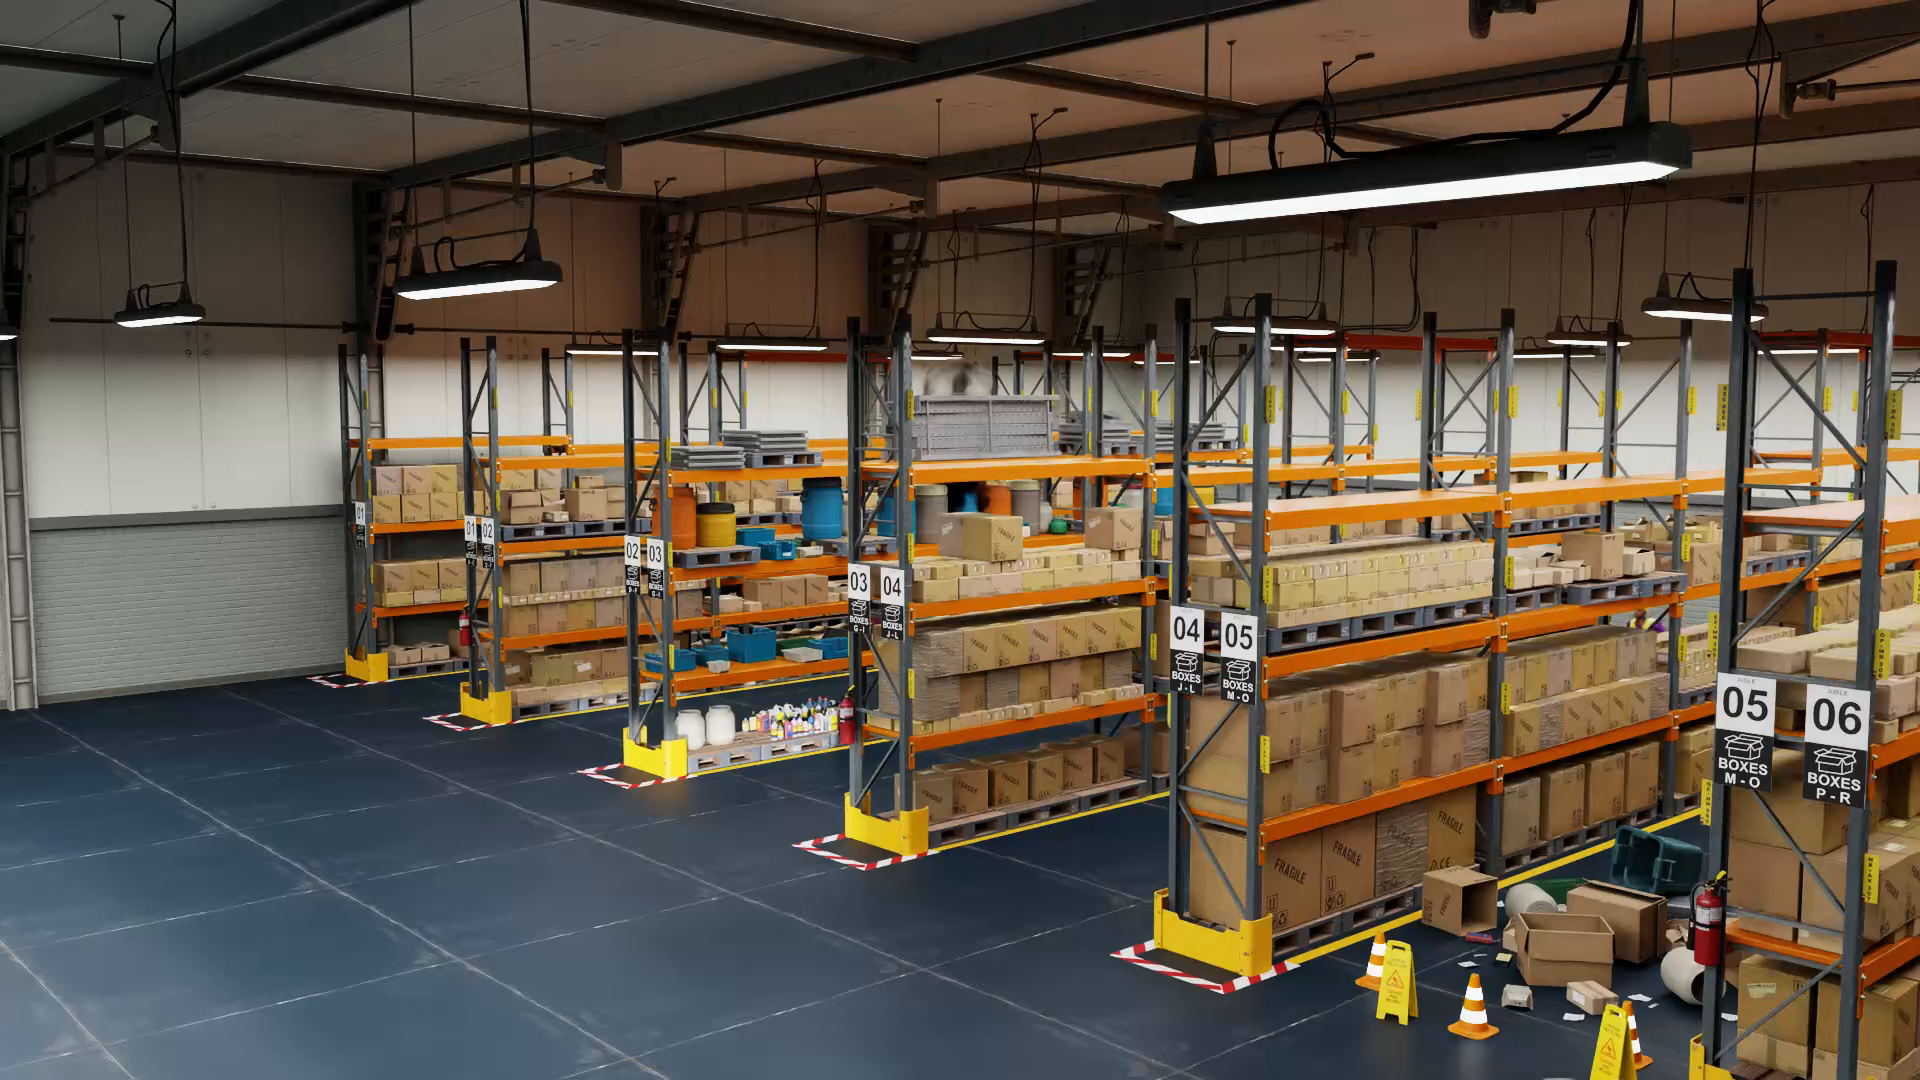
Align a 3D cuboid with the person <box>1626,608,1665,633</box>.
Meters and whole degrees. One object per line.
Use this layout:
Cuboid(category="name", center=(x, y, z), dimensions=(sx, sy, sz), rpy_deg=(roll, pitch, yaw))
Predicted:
Cuboid(category="person", center=(11.197, 1.869, 27.297), dimensions=(0.701, 1.692, 0.582), rpy_deg=(4, 7, 38))
